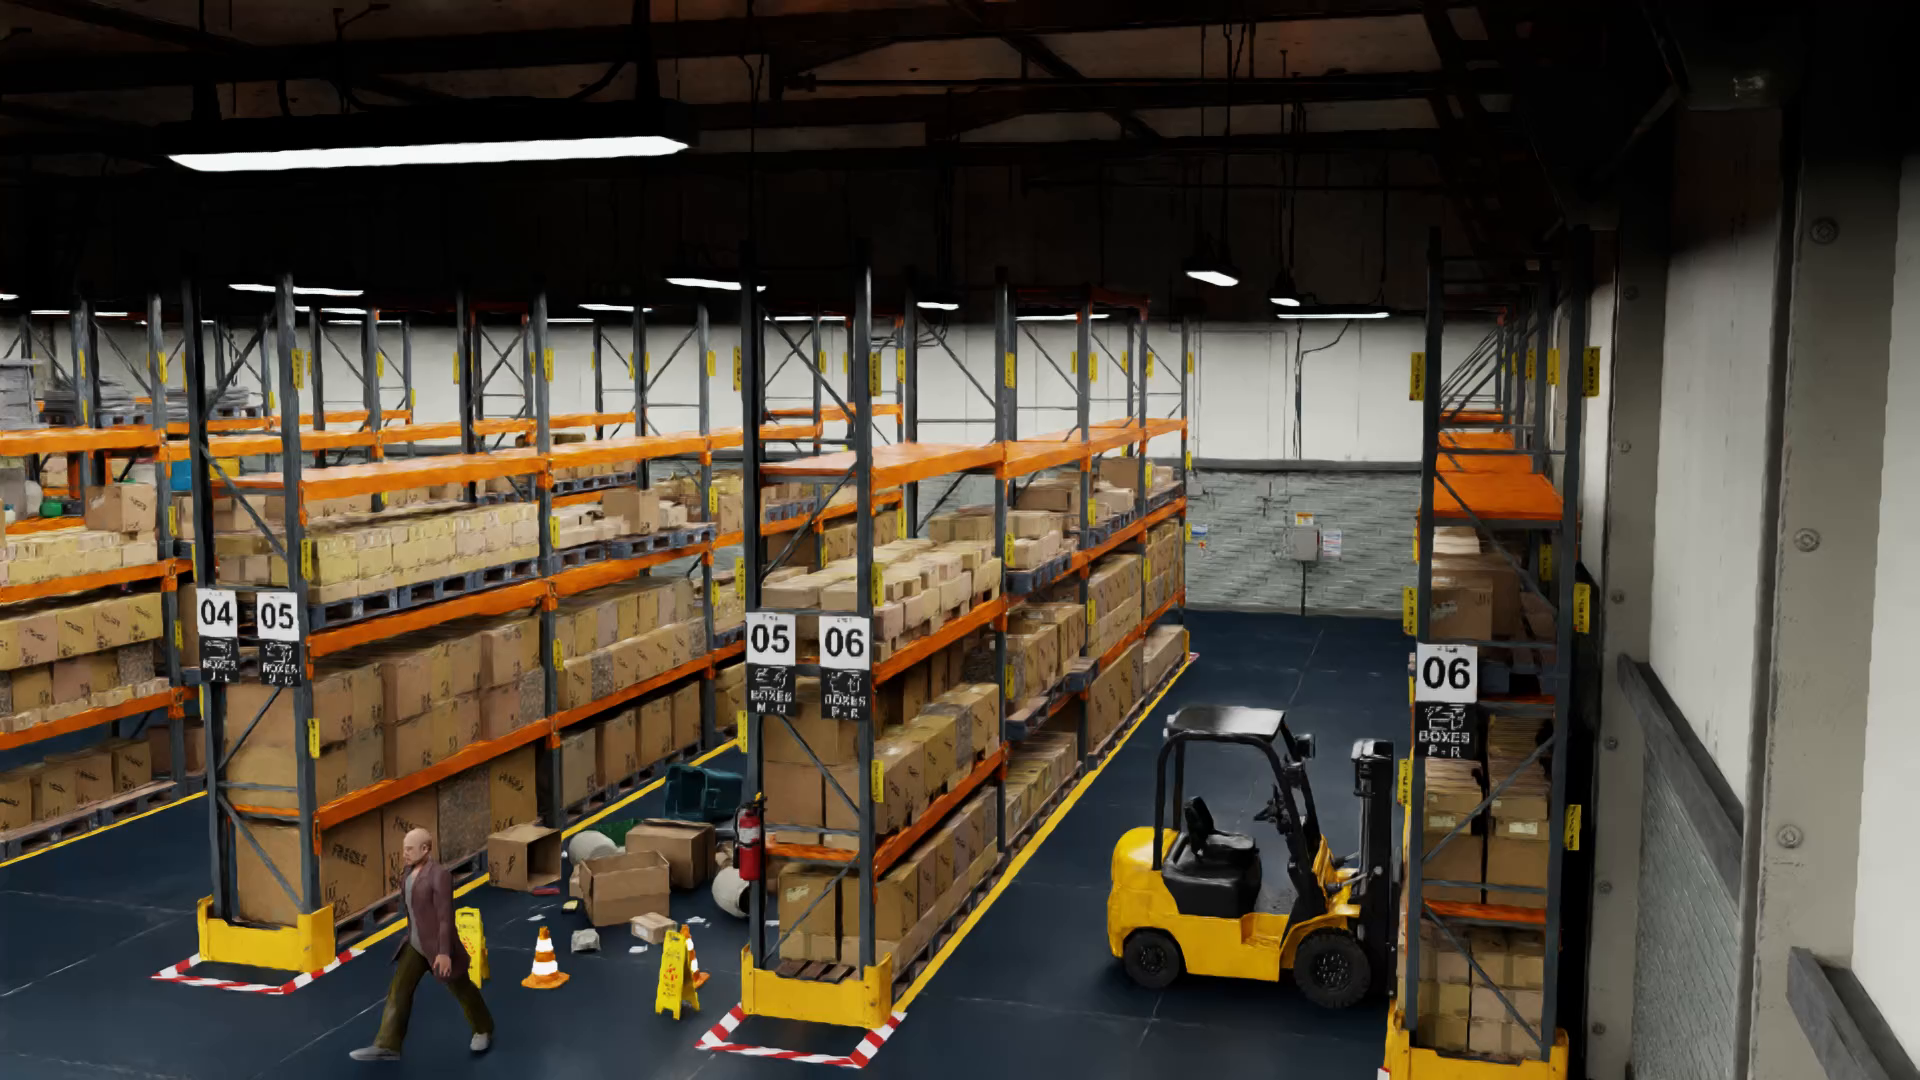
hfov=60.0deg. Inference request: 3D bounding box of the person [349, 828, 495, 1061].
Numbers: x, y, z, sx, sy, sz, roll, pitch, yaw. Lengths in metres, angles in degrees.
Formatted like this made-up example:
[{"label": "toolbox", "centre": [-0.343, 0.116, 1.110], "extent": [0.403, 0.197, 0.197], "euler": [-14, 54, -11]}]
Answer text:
[{"label": "person", "centre": [-3.906, 2.946, 12.157], "extent": [0.631, 1.733, 1.016], "euler": [5, 8, 40]}]
